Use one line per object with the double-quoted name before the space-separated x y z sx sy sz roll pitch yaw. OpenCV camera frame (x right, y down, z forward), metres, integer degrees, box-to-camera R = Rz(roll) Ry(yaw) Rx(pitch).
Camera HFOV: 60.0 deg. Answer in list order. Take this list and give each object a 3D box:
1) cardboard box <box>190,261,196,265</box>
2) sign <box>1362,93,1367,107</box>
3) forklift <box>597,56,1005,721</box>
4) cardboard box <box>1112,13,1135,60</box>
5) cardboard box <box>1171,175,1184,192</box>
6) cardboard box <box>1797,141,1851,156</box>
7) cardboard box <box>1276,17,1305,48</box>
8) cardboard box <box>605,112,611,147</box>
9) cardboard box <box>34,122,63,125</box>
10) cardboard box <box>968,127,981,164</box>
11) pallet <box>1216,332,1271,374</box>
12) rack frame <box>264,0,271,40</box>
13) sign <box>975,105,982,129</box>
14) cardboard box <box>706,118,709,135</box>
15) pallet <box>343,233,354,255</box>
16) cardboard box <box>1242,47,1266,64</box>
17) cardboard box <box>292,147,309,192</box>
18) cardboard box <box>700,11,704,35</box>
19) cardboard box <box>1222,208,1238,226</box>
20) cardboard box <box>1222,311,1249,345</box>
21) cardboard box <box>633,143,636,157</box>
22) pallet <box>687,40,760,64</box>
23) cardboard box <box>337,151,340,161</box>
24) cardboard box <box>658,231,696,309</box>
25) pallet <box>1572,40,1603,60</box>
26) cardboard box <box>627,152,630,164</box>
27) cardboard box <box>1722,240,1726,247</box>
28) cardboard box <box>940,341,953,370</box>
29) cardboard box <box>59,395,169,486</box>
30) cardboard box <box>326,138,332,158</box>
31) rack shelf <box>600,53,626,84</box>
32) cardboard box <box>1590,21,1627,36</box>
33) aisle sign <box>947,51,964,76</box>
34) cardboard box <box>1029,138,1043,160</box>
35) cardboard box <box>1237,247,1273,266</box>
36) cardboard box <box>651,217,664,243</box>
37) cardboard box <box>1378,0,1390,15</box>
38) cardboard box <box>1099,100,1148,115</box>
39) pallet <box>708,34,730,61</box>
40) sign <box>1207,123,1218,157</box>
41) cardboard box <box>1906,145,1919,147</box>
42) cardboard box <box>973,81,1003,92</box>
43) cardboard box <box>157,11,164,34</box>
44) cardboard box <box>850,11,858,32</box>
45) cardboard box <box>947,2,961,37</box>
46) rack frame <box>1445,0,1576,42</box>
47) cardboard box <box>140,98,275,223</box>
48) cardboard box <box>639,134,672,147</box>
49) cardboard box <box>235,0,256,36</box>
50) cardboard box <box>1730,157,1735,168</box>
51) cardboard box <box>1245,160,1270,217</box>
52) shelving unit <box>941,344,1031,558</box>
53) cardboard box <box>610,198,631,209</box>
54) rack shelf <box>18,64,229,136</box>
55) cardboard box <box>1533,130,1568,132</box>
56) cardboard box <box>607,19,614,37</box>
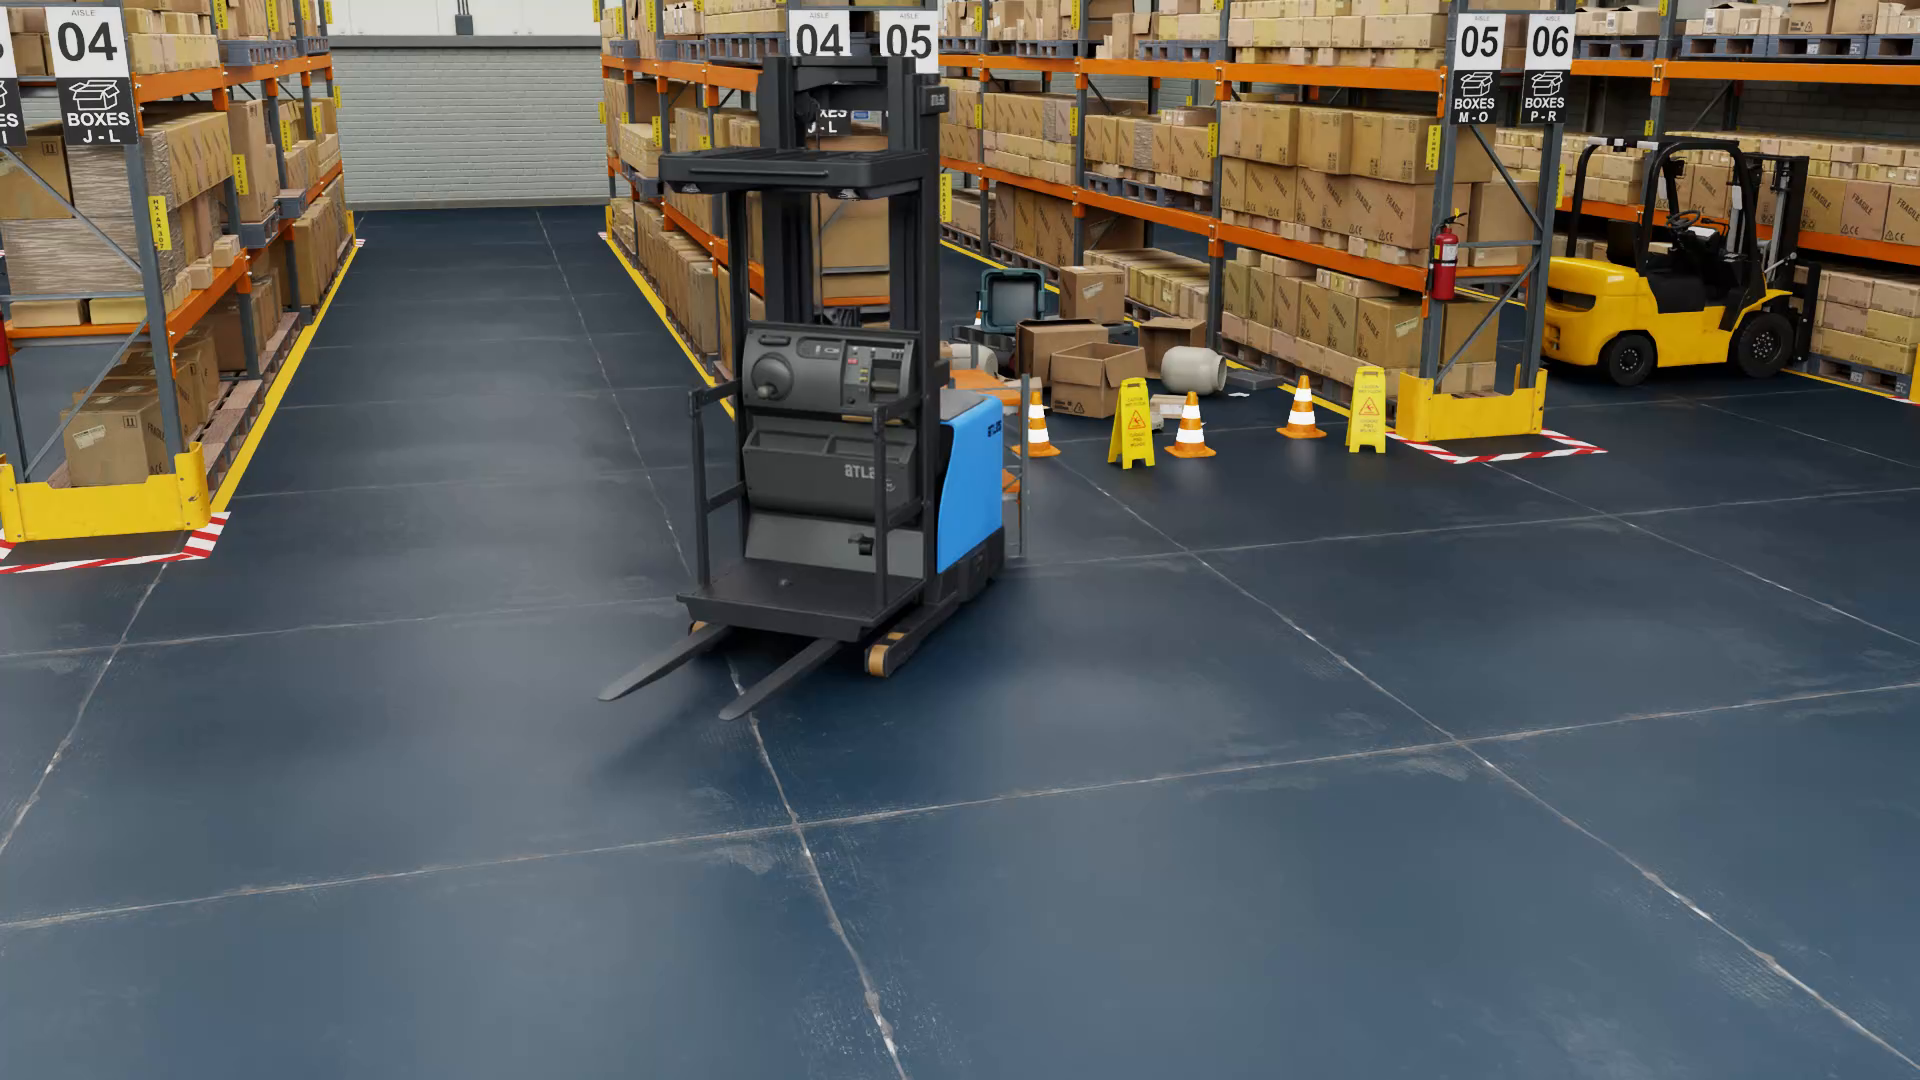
"cardboard box" -5.805 -1.948 12.159 0.380 0.149 0.250 -5 17 -15
"sign" 6.094 -6.585 25.146 0.100 0.325 0.005 -5 17 -15
"forklift" -0.747 -0.860 8.219 1.130 2.935 3.031 6 18 20
"cardboard box" 2.140 -5.707 18.849 0.700 0.500 0.500 -5 17 -15
"cardboard box" 2.421 -3.723 17.339 0.380 0.149 0.250 -5 17 -16
"cardboard box" 8.131 -3.673 15.648 0.380 0.149 0.250 -4 17 -14
"cardboard box" 3.122 -4.461 14.620 0.500 0.250 0.500 -5 17 -15
"cardboard box" -5.183 -6.323 25.598 0.500 0.500 0.500 -4 17 -13
"cardboard box" -6.237 -2.706 11.818 0.500 0.500 0.500 -5 17 -15
"cardboard box" 0.417 -5.748 24.199 0.500 0.500 0.500 -5 17 -15
"pallet" 3.207 -1.861 16.279 1.003 0.211 1.213 -5 17 -15
"rack frame" -7.639 -6.575 16.699 1.000 3.000 0.127 -5 17 -15
"sign" 0.257 -6.000 23.570 0.100 0.325 0.005 -5 17 -15
"cardboard box" -2.028 -3.765 15.862 0.700 0.500 0.500 -5 17 -16
"pallet" -9.543 -4.364 24.614 1.003 0.211 1.213 -5 17 -15
"cardboard box" 2.854 -4.513 15.483 0.380 0.149 0.250 -5 17 -15
"cardboard box" -7.935 -4.328 19.473 0.500 0.500 0.500 -5 17 -15
"cardboard box" -2.091 -4.756 15.215 0.500 0.250 0.500 -5 17 -15
"cardboard box" 2.767 -3.146 16.149 0.380 0.149 0.250 -5 17 -16
"cardboard box" 2.891 -2.079 16.208 0.500 0.250 0.500 -6 18 -18
"cardboard box" -3.772 -4.747 20.230 0.380 0.149 0.250 -4 17 -14
"pallet" -2.042 -4.554 15.518 0.805 0.209 1.217 -5 18 -17
"cardboard box" -9.350 -5.650 24.485 0.380 0.149 0.250 -5 17 -15
"cardboard box" -2.761 -3.014 18.453 1.050 0.750 0.750 -5 17 -16
"pallet" 7.244 -5.735 19.445 1.003 0.211 1.213 -4 17 -13
"cardboard box" -3.991 -4.822 20.999 0.380 0.149 0.250 -5 18 -18
"cardboard box" 8.081 -3.015 17.586 0.500 0.250 0.500 -4 17 -14
"cardboard box" -0.330 -1.415 14.291 0.500 0.500 0.500 -2 17 -6
"cardboard box" -5.596 -0.667 11.074 0.500 0.500 0.500 -1 17 -5
"cardboard box" -9.023 -5.447 23.117 0.500 0.250 0.500 -5 17 -15
"rack shelf" -4.491 -6.818 23.972 1.077 0.370 4.000 -5 17 -15
"cardboard box" 7.166 -5.618 18.259 0.380 0.149 0.250 -5 17 -15
"aisle sign" -0.031 -7.988 27.311 0.394 0.787 0.004 -5 17 -15
"cardboard box" 1.207 -5.048 21.436 0.500 0.250 0.500 -5 17 -17
"cardboard box" 2.868 -2.709 15.876 0.380 0.149 0.250 -4 17 -14
"cardboard box" -3.432 -3.736 19.989 0.500 0.250 0.500 -4 17 -14
"cardboard box" 3.569 -4.259 13.252 0.380 0.149 0.250 -5 17 -15
"cardboard box" 1.989 -5.168 20.531 0.500 0.500 0.500 -5 18 -17
"pallet" -1.528 -4.127 13.916 1.003 0.211 1.213 -5 17 -15
"sign" 2.456 -3.889 16.171 0.100 0.325 0.005 -5 17 -15
"cardboard box" 8.793 -3.493 15.050 0.380 0.149 0.250 -5 17 -15
"cardboard box" 0.399 -6.489 23.802 0.380 0.149 0.250 -5 17 -16
"cardboard box" -5.619 -3.502 11.249 0.380 0.149 0.250 -6 18 -18
"cardboard box" -0.569 -3.678 11.803 0.380 0.149 0.250 -5 17 -15
"cardboard box" 0.101 -7.862 25.121 0.500 0.500 0.500 -4 17 -14
"rack frame" 4.088 -5.146 11.941 1.000 3.000 0.127 -5 17 -15
"cardboard box" -6.624 -3.315 14.500 1.000 1.000 1.000 -5 17 -15
"cardboard box" -3.557 -4.673 19.468 0.380 0.149 0.250 -4 17 -14
"cardboard box" -6.995 -5.035 15.741 0.500 0.500 0.500 -4 17 -14
"cardboard box" 7.833 -3.734 16.367 0.380 0.149 0.250 -5 17 -16
"cardboard box" 3.002 -3.289 15.495 0.500 0.500 0.500 -5 17 -15
"shelving unit" 0.021 -0.561 10.366 0.538 1.125 1.048 -5 17 -16
"cardboard box" -5.224 -5.228 25.833 0.380 0.149 0.250 -6 18 -18
"rack shelf" -5.990 -3.134 11.709 1.077 0.370 4.000 -5 17 -15
"cardboard box" 7.271 -4.961 20.452 0.380 0.149 0.250 -5 17 -16
"cardboard box" -4.758 -7.316 23.773 0.500 0.250 0.500 -5 18 -17
